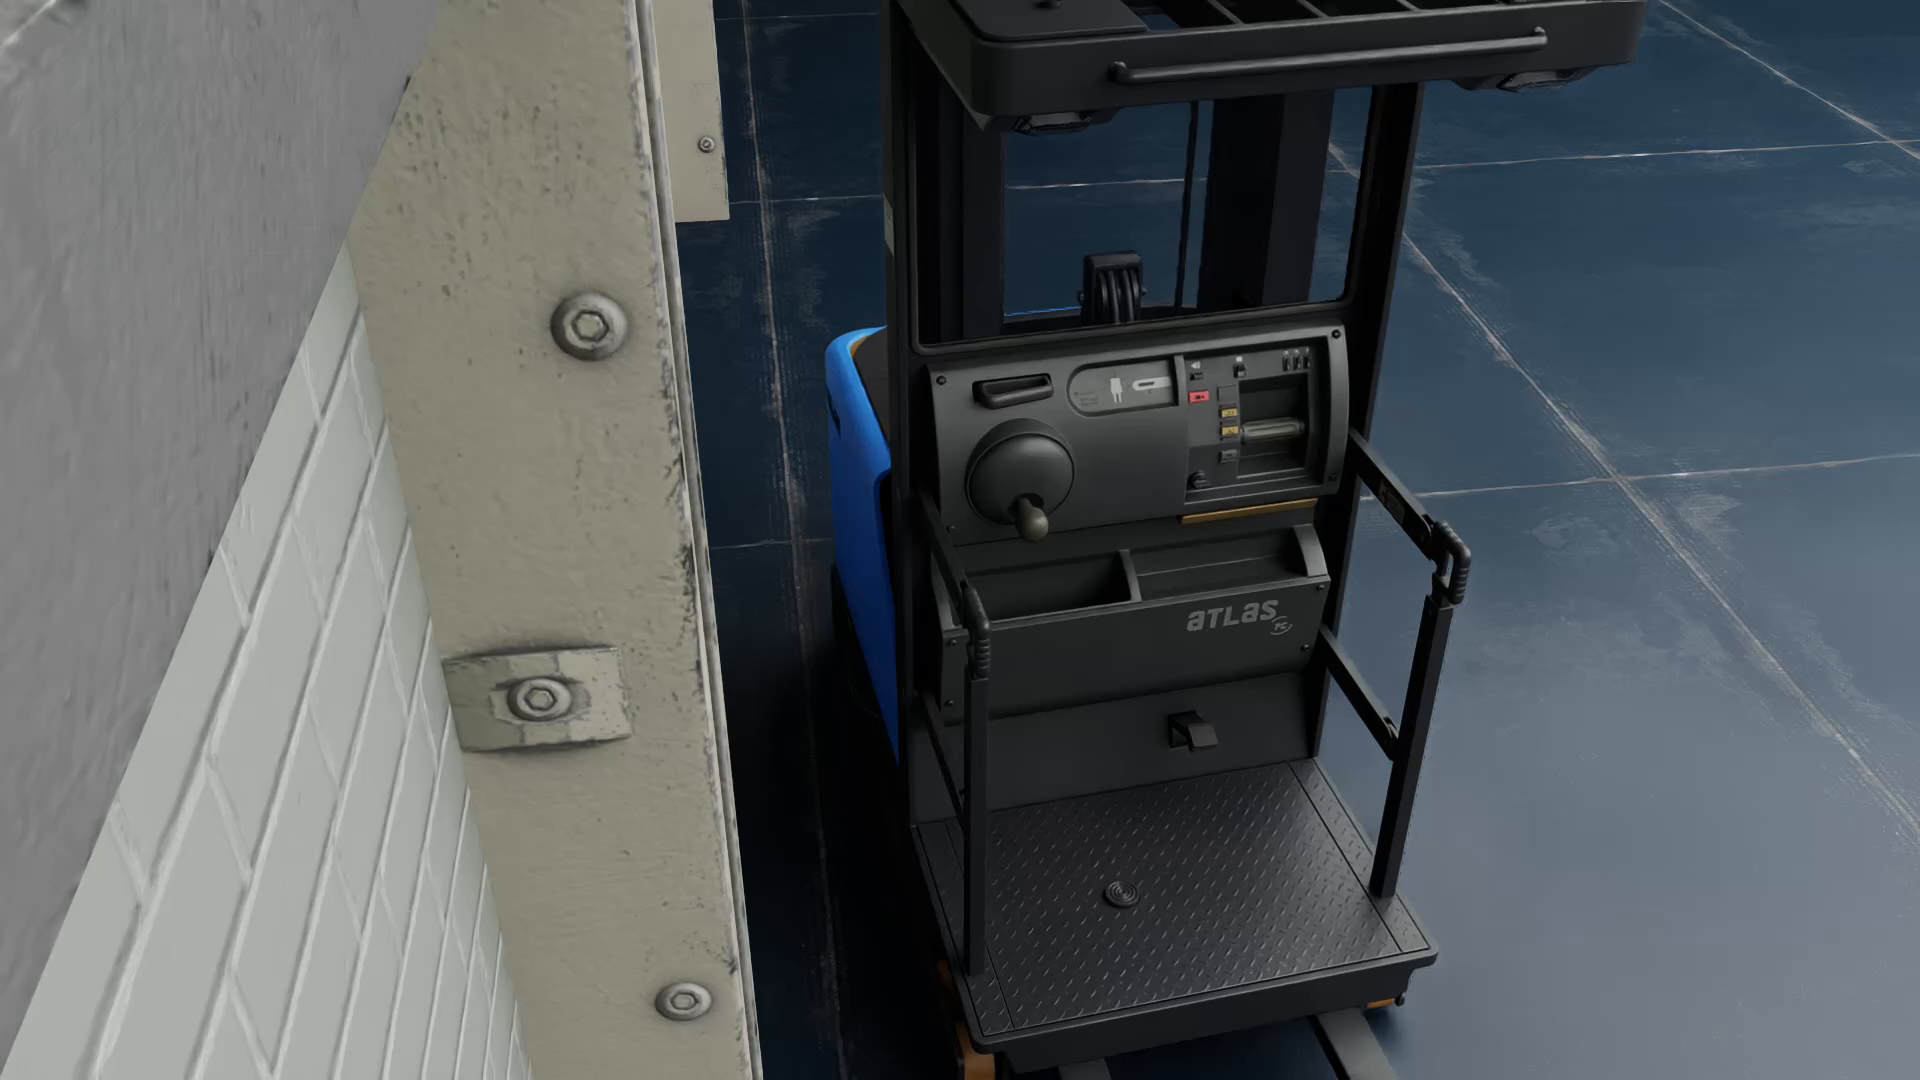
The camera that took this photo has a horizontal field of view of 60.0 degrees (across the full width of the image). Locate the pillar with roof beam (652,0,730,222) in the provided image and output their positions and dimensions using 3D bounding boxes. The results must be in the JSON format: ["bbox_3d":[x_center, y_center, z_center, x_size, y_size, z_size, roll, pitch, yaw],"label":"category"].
[{"bbox_3d":[2.975,-5.690,6.108,9.100,9.000,0.400,-4,35,-6],"label":"pillar with roof beam"}]

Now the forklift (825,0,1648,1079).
[{"bbox_3d":[0.448,-0.173,3.401,1.130,2.935,3.031,-8,35,-11],"label":"forklift"}]
